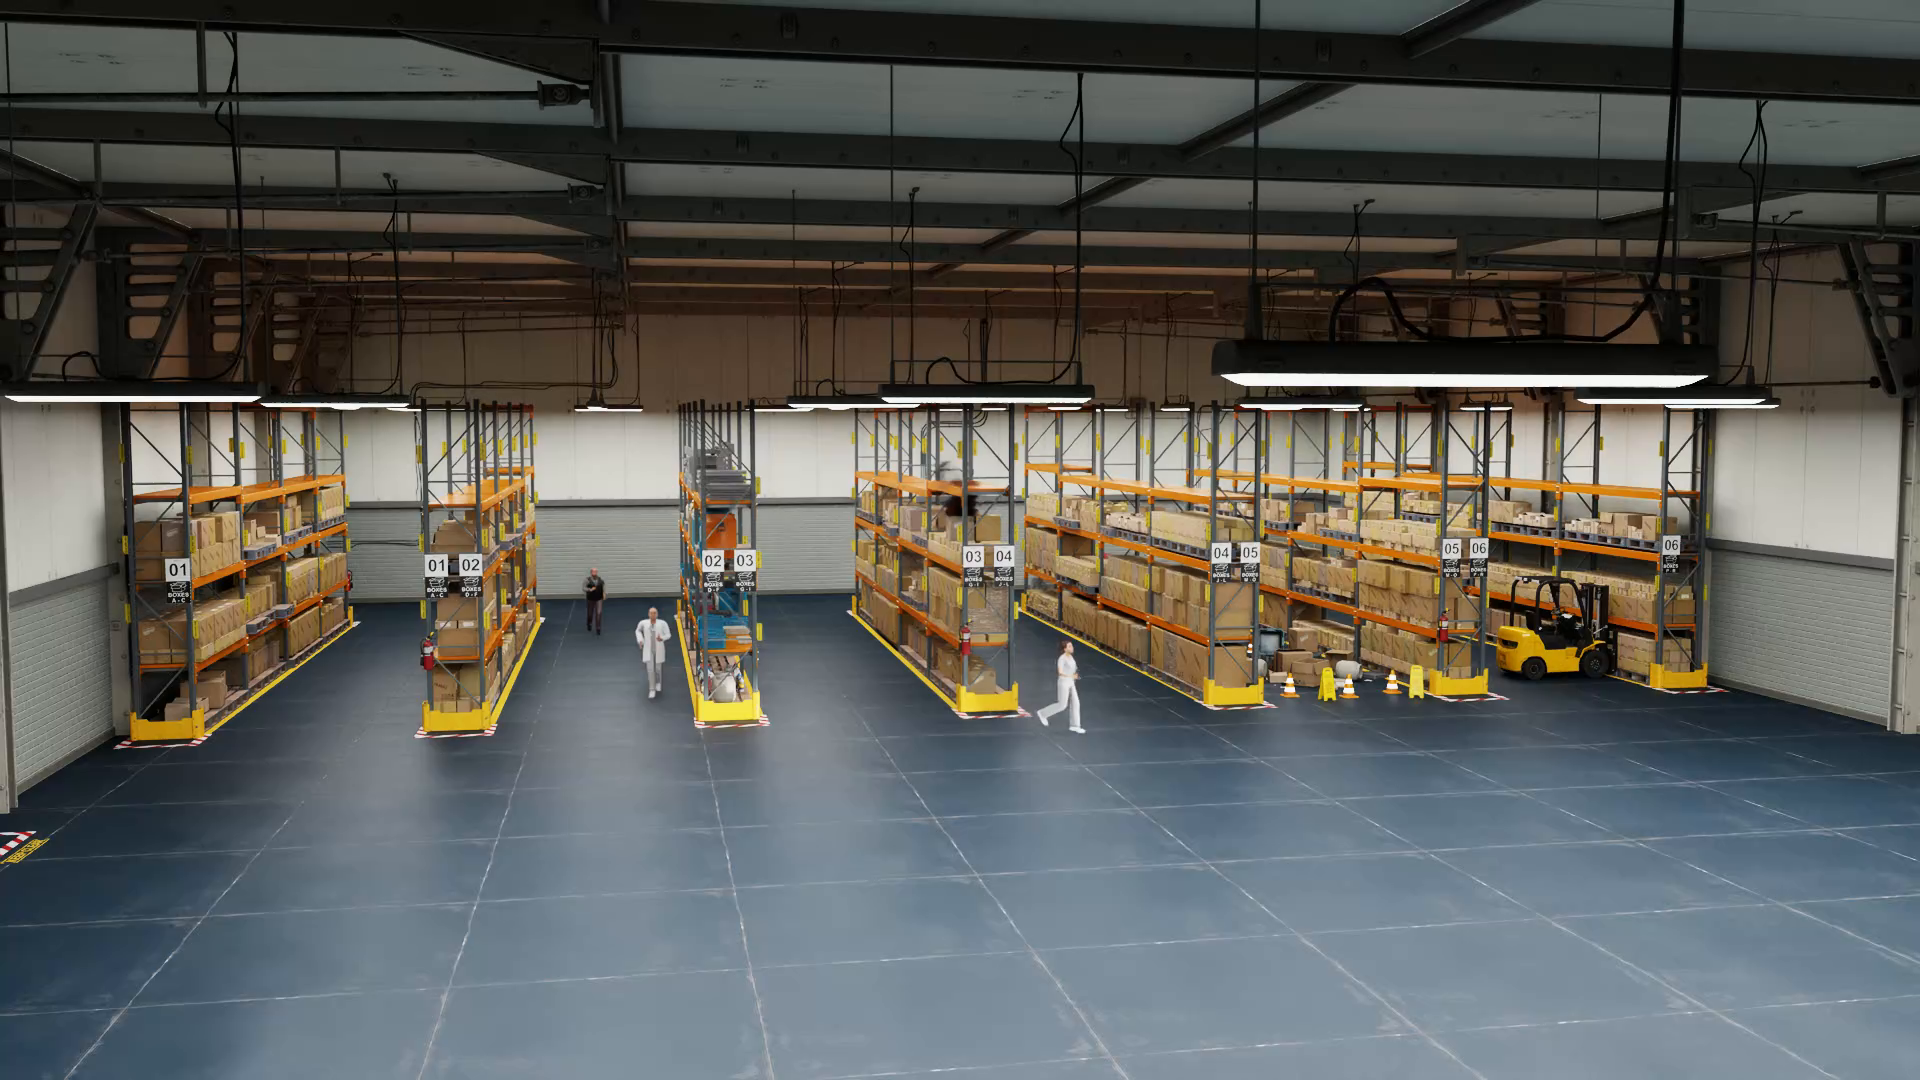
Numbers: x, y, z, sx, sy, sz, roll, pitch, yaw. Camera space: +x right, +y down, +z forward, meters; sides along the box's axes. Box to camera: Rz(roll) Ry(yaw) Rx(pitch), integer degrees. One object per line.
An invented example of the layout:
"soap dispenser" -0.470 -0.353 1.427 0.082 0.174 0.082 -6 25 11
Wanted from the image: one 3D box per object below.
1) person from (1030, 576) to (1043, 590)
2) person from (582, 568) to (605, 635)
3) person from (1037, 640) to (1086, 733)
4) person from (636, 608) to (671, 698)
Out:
"person" 2.351 1.157 49.966 0.617 1.688 0.707 0 4 -2
"person" -9.518 1.571 43.253 0.652 1.716 0.969 -2 5 -24
"person" 1.867 2.636 30.051 0.902 1.671 0.577 2 5 28
"person" -6.252 2.270 33.908 0.705 1.794 0.921 -1 4 -10
